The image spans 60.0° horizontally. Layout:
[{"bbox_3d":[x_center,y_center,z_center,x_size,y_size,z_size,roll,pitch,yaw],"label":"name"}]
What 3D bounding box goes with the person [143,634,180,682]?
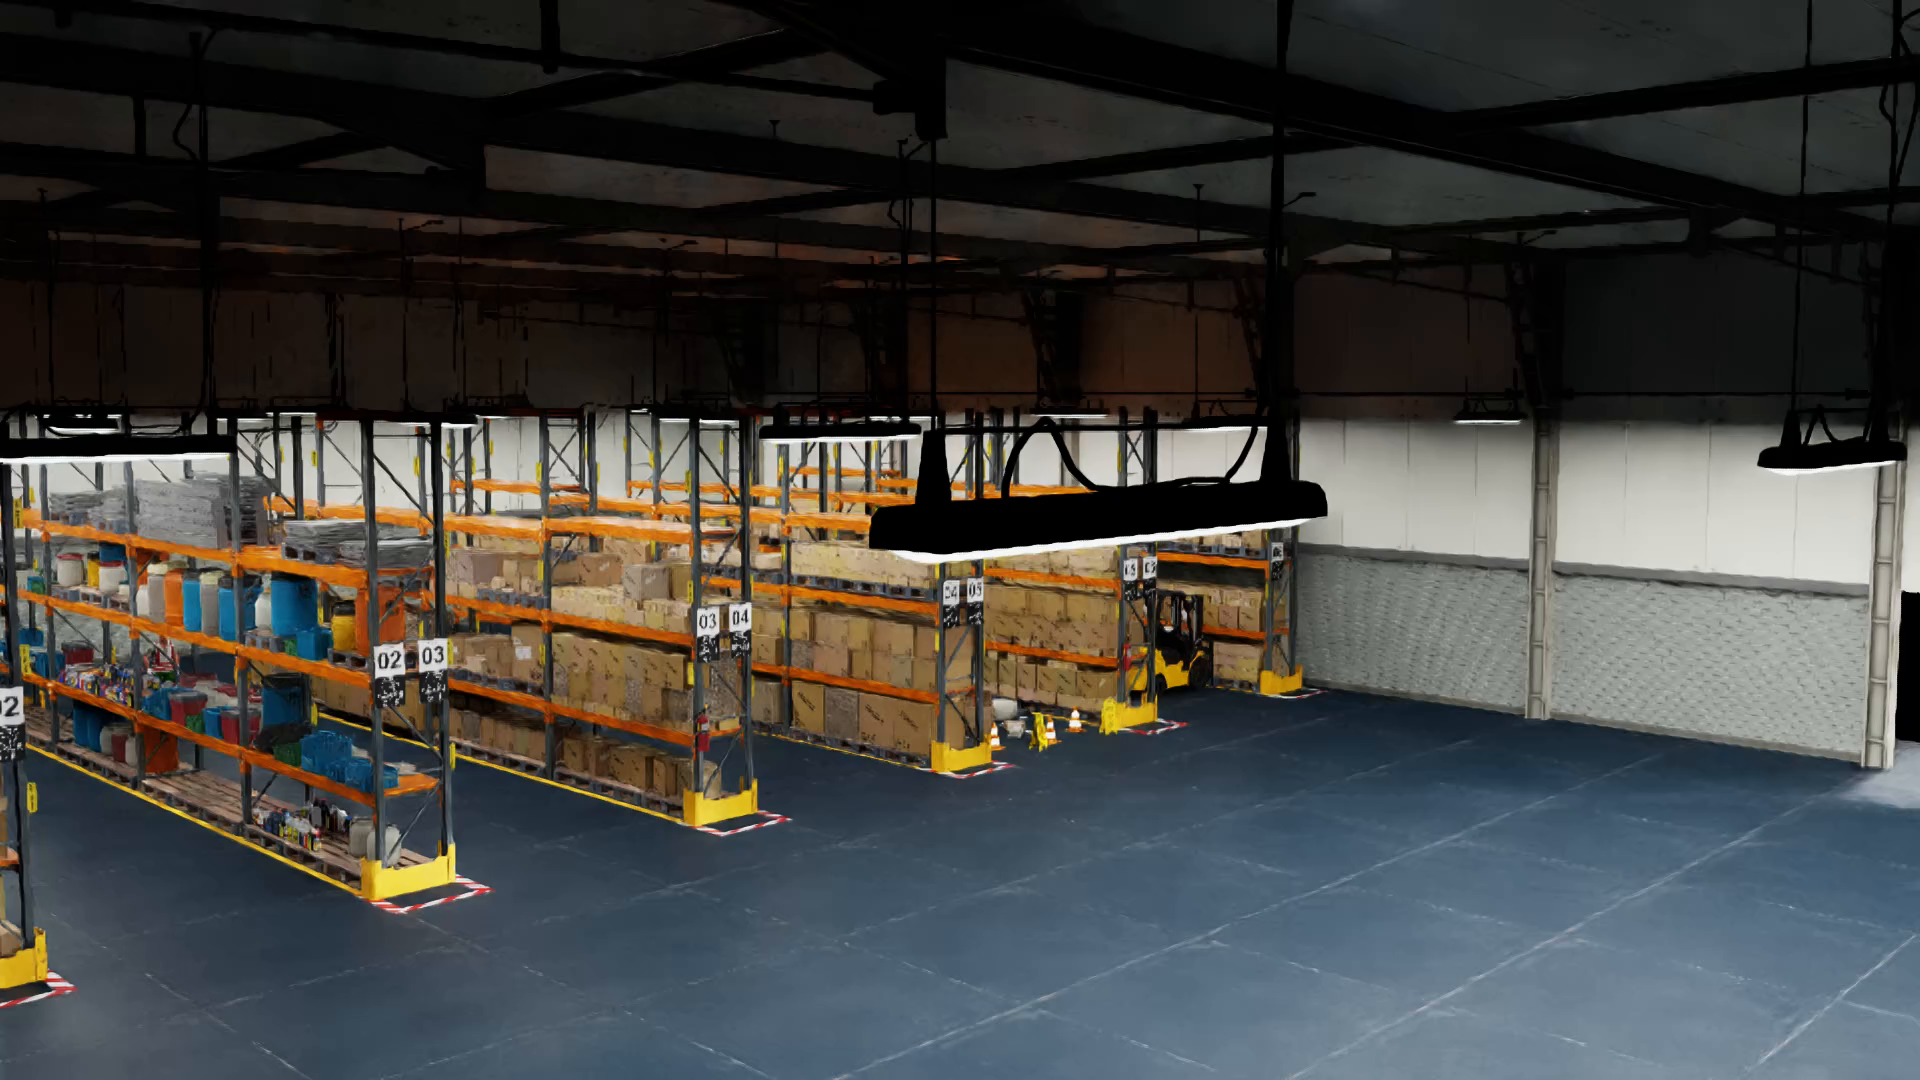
[{"bbox_3d":[-15.684,2.578,32.686,0.547,1.742,0.661,5,7,43],"label":"person"}]
